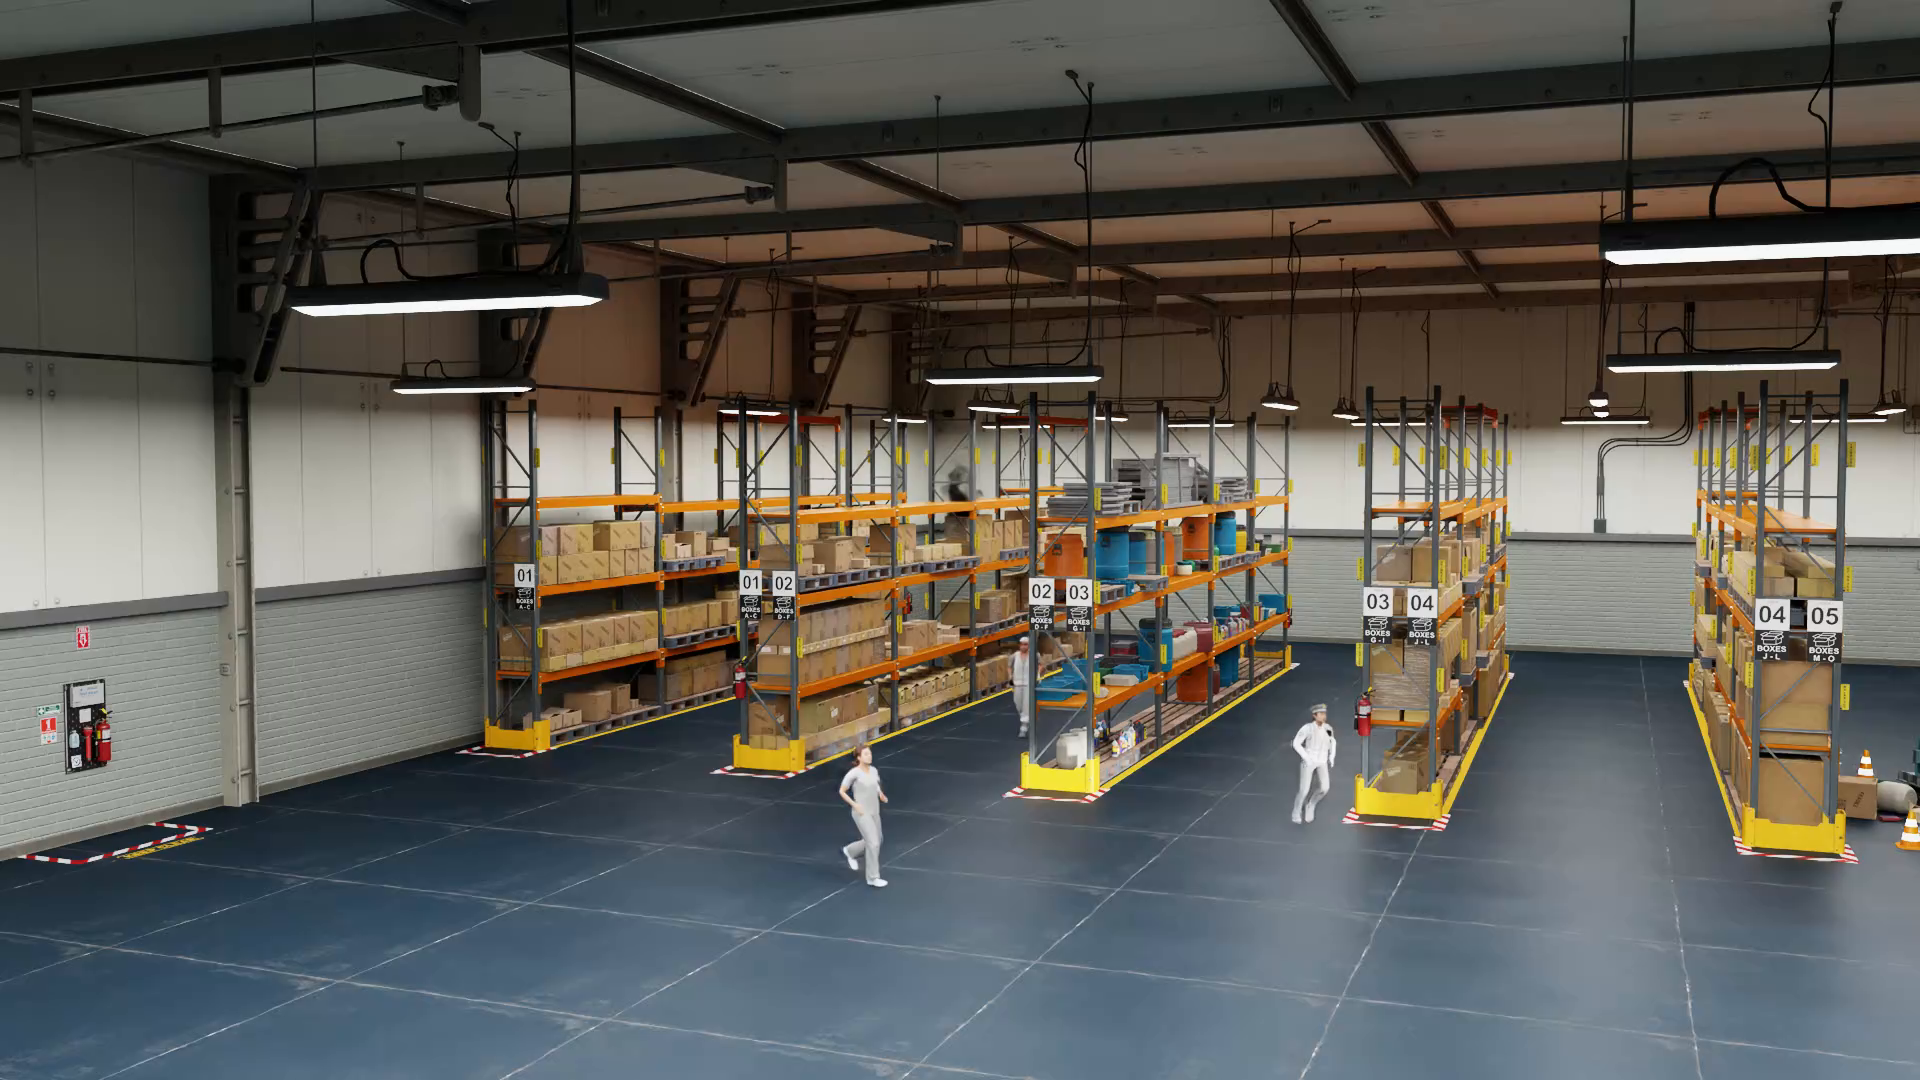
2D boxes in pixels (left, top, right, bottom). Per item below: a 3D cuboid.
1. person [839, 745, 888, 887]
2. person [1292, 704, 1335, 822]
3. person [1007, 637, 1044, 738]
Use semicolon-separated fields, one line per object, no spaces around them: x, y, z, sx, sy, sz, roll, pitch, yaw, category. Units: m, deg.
-1.124;3.218;19.544;0.724;1.632;0.573;3;4;43;person
4.885;3.053;22.764;0.675;1.637;0.570;0;3;-9;person
1.160;2.632;30.019;0.653;1.774;0.959;1;3;10;person
